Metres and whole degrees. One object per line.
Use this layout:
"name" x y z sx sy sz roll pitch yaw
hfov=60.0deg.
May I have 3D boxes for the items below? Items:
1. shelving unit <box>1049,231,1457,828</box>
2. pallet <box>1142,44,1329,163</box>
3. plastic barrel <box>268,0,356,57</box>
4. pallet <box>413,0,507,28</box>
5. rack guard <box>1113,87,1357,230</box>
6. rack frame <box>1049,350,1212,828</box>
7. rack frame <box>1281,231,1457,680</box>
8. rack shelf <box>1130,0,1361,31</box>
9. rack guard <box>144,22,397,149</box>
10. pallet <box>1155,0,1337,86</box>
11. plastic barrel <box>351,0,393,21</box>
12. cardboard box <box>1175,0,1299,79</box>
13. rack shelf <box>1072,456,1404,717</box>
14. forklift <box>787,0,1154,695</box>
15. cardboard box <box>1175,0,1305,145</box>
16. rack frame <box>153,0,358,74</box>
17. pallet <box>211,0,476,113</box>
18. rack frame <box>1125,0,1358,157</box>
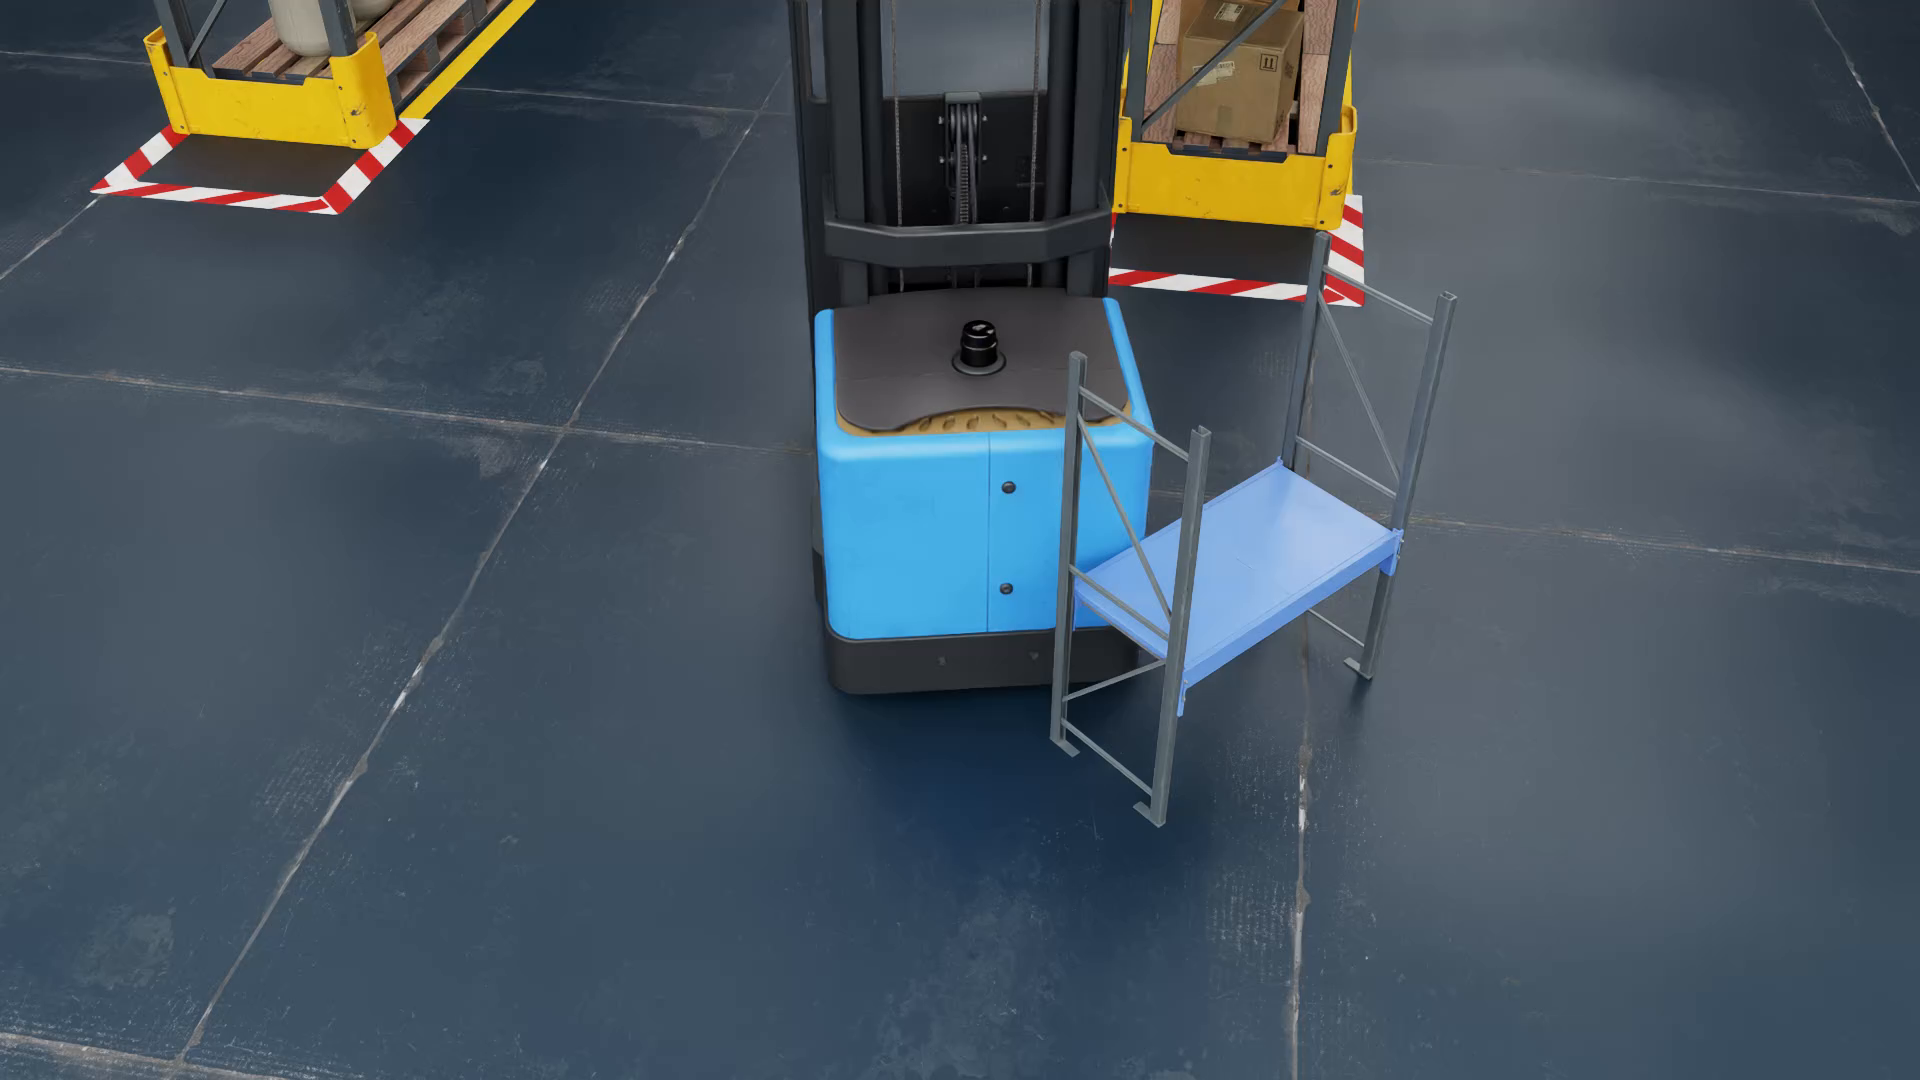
"shelving unit" 0.855 -0.020 5.097 1.048 1.500 0.538 -28 47 -30
"pallet" 1.475 -2.256 8.813 1.003 0.211 1.213 6 40 8
"plastic barrel" -3.553 -2.947 9.084 0.421 0.512 0.421 0 40 0
"pallet" -3.266 -3.574 10.407 1.003 0.211 1.213 6 40 8
"rack guard" 1.300 -1.861 8.109 1.175 0.500 0.348 6 40 8
"rack frame" 0.467 0.190 4.844 0.032 1.500 0.500 -28 47 -30
"rack frame" 1.243 -0.229 5.350 0.032 1.500 0.500 -28 47 -30
"rack shelf" 1.633 -3.755 9.002 1.077 0.370 4.000 6 40 8
"rack guard" -3.625 -2.412 8.776 1.175 0.500 0.348 6 40 8
"pallet" 1.688 -3.019 9.736 1.003 0.211 1.213 6 40 8
"plastic barrel" -3.466 -3.262 9.464 0.421 0.512 0.421 0 40 0
"cardboard box" 1.481 -2.744 8.847 0.500 0.500 0.500 17 42 19
"rack shelf" 0.855 0.119 5.211 1.000 0.185 0.538 -28 47 -30
"forklift" -0.029 -1.543 5.817 1.130 2.935 3.031 -3 40 -3
"cardboard box" 1.411 -2.365 8.389 0.500 0.500 0.500 14 41 16
"rack frame" -3.592 -3.323 7.915 1.000 3.000 0.127 6 40 8
"pallet" -3.479 -2.810 9.484 1.003 0.211 1.213 6 40 8
"rack frame" 1.287 -2.777 7.255 1.000 3.000 0.127 6 40 8
